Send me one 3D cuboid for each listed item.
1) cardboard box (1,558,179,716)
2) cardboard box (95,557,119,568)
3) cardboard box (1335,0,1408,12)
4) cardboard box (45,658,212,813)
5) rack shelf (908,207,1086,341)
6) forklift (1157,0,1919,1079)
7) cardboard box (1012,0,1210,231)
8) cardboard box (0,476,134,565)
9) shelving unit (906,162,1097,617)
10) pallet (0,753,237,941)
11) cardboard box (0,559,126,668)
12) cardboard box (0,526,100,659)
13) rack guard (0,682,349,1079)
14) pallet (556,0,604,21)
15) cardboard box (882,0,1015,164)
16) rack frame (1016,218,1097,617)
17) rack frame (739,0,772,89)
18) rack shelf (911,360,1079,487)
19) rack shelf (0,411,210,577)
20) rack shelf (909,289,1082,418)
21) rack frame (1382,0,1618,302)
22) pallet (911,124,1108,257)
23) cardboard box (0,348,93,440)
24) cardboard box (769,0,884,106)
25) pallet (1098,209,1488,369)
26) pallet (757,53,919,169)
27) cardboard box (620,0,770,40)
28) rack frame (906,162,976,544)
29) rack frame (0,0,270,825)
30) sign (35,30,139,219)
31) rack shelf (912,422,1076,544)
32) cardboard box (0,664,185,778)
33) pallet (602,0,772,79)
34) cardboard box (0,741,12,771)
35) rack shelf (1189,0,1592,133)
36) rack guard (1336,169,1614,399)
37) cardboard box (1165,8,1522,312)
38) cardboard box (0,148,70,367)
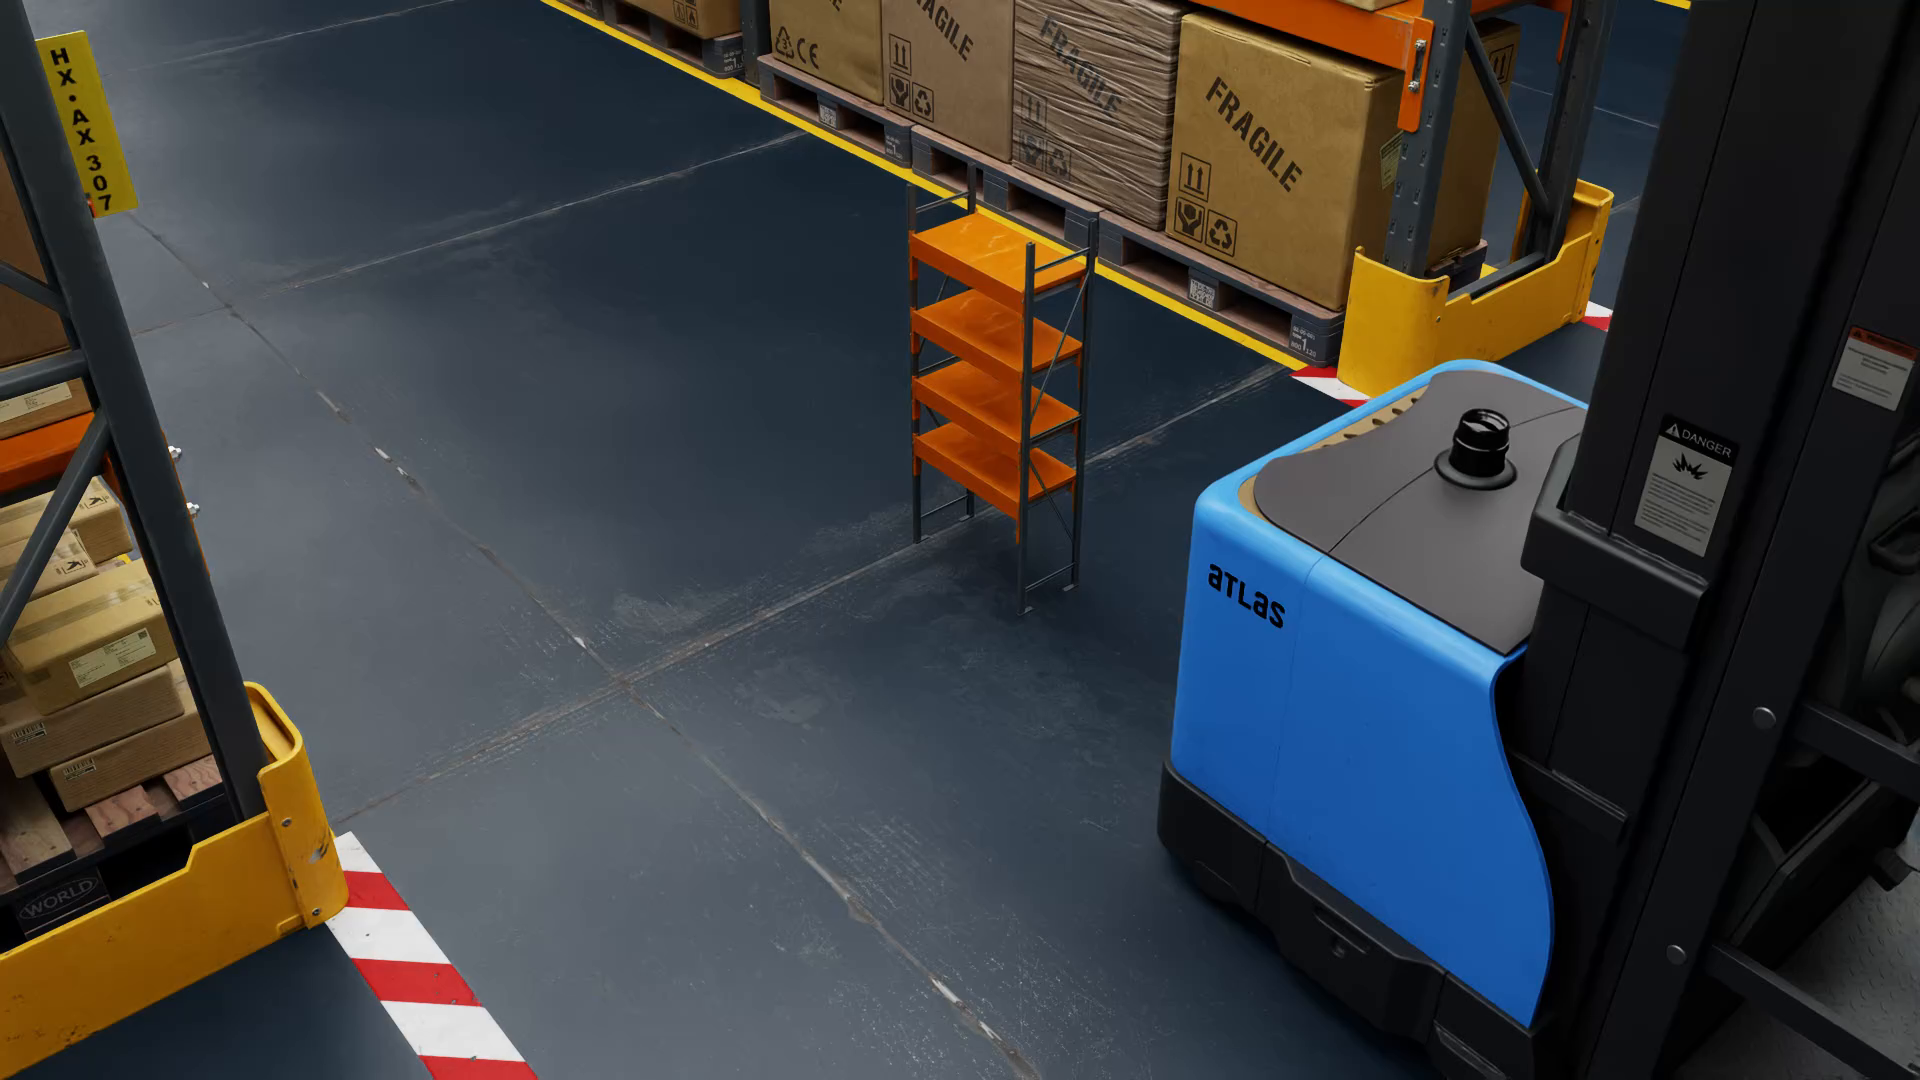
[{"bbox_3d":[-2.038,0.220,3.932,0.380,0.149,0.250,-28,44,-34],"label":"cardboard box"},{"bbox_3d":[-2.531,0.125,4.582,0.380,0.149,0.250,-25,43,-31],"label":"cardboard box"},{"bbox_3d":[1.413,-1.908,5.566,0.380,0.149,0.250,-25,42,-31],"label":"cardboard box"},{"bbox_3d":[-2.053,0.471,4.094,0.380,0.149,0.250,-25,42,-31],"label":"cardboard box"},{"bbox_3d":[0.107,-0.737,4.573,0.258,0.148,0.480,-26,43,-32],"label":"rack shelf"},{"bbox_3d":[1.821,0.047,2.648,1.130,2.935,3.031,-26,43,-32],"label":"forklift"},{"bbox_3d":[0.833,-1.935,6.862,0.875,0.875,0.875,-26,43,-32],"label":"cardboard box"},{"bbox_3d":[-2.373,-0.015,4.265,0.380,0.149,0.250,-26,43,-32],"label":"cardboard box"},{"bbox_3d":[0.107,-0.417,4.800,0.258,1.200,0.503,-26,43,-32],"label":"shelving unit"},{"bbox_3d":[-2.506,0.562,4.274,1.003,0.211,1.213,-26,43,-32],"label":"pallet"},{"bbox_3d":[-2.235,0.231,4.175,0.380,0.149,0.250,-26,43,-32],"label":"cardboard box"},{"bbox_3d":[-2.308,0.144,4.040,0.380,0.149,0.250,-25,42,-31],"label":"cardboard box"},{"bbox_3d":[-2.008,0.816,3.666,1.175,0.500,0.348,-26,43,-32],"label":"rack guard"},{"bbox_3d":[-2.034,-3.456,9.947,1.003,0.211,1.213,-26,43,-32],"label":"pallet"},{"bbox_3d":[0.259,-2.328,7.416,0.875,0.875,0.875,-26,43,-32],"label":"cardboard box"},{"bbox_3d":[0.264,-0.309,4.648,0.240,1.200,0.015,-26,43,-32],"label":"rack frame"},{"bbox_3d":[-0.687,-3.742,7.938,1.000,3.000,0.127,-26,43,-32],"label":"rack frame"},{"bbox_3d":[0.107,-0.362,4.839,0.258,0.148,0.480,-26,43,-32],"label":"rack shelf"},{"bbox_3d":[-3.250,-0.760,4.350,1.077,0.370,4.000,-26,43,-32],"label":"rack shelf"},{"bbox_3d":[0.107,-0.544,4.710,0.258,0.148,0.480,-26,43,-32],"label":"rack shelf"},{"bbox_3d":[1.895,-1.976,5.445,1.000,3.000,0.127,-26,43,-32],"label":"rack frame"},{"bbox_3d":[0.536,-1.700,7.468,1.003,0.211,1.213,-26,43,-32],"label":"pallet"},{"bbox_3d":[-1.918,-0.333,3.343,0.380,0.149,0.250,-26,43,-32],"label":"cardboard box"},{"bbox_3d":[-0.322,-2.725,7.978,0.875,0.875,0.875,-26,43,-32],"label":"cardboard box"},{"bbox_3d":[1.319,-1.162,6.708,1.003,0.211,1.213,-26,43,-32],"label":"pallet"},{"bbox_3d":[-0.256,-2.239,8.229,1.003,0.211,1.213,-26,43,-32],"label":"pallet"},{"bbox_3d":[-1.115,-3.321,8.820,1.225,0.875,0.875,-26,43,-32],"label":"cardboard box"},{"bbox_3d":[-0.051,-0.524,4.952,0.240,1.200,0.015,-26,43,-32],"label":"rack frame"},{"bbox_3d":[-1.959,-0.171,2.896,1.000,3.000,0.127,-26,43,-32],"label":"rack frame"},{"bbox_3d":[-1.545,-0.726,2.931,0.100,0.325,0.005,-26,43,-32],"label":"sign"},{"bbox_3d":[0.107,-0.200,4.954,0.258,0.148,0.480,-26,43,-32],"label":"rack shelf"},{"bbox_3d":[-2.101,0.373,3.974,0.380,0.149,0.250,-24,42,-30],"label":"cardboard box"},{"bbox_3d":[-1.242,-2.917,9.186,1.003,0.211,1.213,-26,43,-32],"label":"pallet"},{"bbox_3d":[-2.285,0.386,4.214,0.380,0.149,0.250,-26,43,-32],"label":"cardboard box"},{"bbox_3d":[0.604,-2.565,6.900,1.077,0.370,4.000,-26,43,-32],"label":"rack shelf"},{"bbox_3d":[1.910,-0.945,6.152,1.175,0.500,0.348,-26,43,-32],"label":"rack guard"},{"bbox_3d":[1.421,-1.533,6.294,0.875,0.875,0.875,-26,43,-32],"label":"cardboard box"},{"bbox_3d":[-2.038,-0.634,3.206,0.500,0.500,0.500,-24,42,-30],"label":"cardboard box"}]
